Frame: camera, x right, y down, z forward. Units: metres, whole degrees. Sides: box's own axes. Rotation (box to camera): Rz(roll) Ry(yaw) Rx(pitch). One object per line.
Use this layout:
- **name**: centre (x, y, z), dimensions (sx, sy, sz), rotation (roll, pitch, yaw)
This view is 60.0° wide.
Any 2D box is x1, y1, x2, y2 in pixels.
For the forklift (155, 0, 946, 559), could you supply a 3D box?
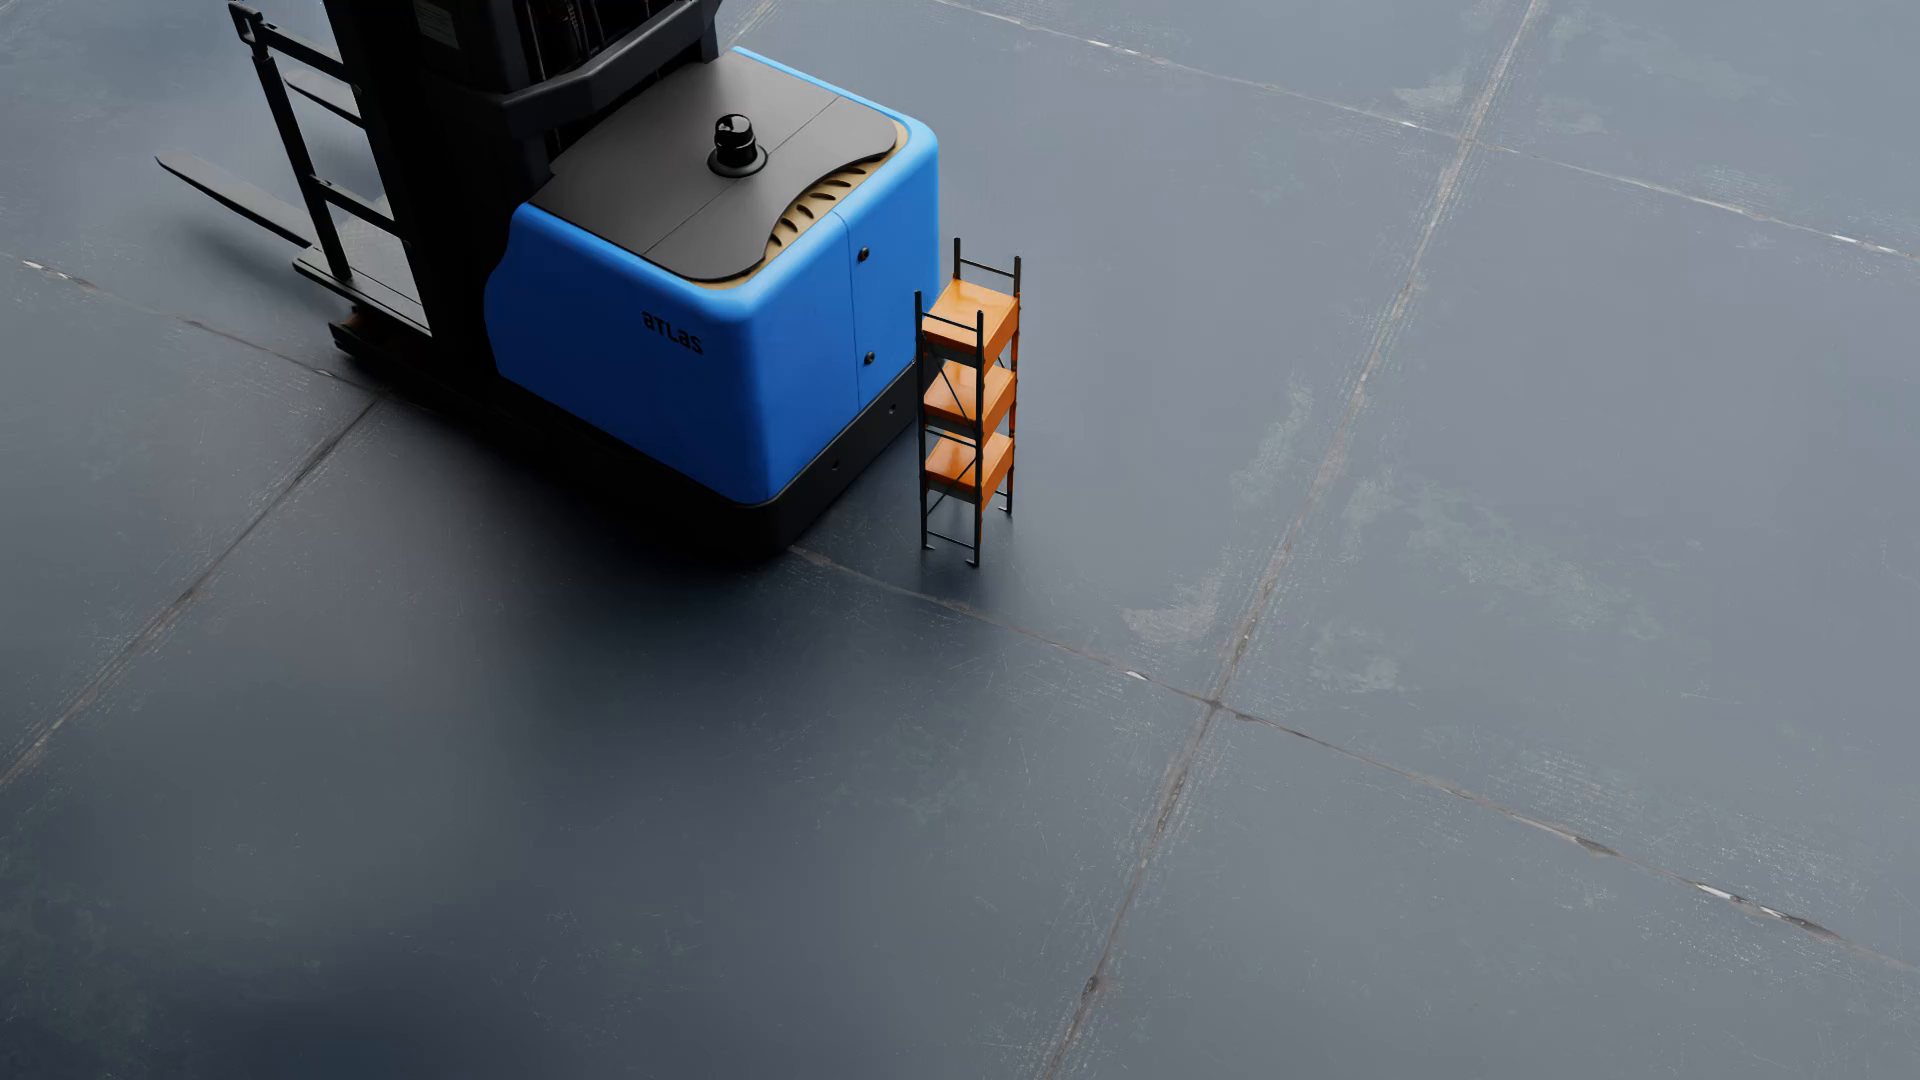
- **forklift**: centre (-1.553, -1.791, 4.850), dimensions (3.031, 2.935, 1.130), rotation (27, 55, 21)

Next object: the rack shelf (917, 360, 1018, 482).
- **rack shelf**: centre (0.023, -0.370, 4.890), dimensions (0.215, 0.259, 0.240), rotation (20, 52, 16)

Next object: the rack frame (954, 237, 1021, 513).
- **rack frame**: centre (0.075, -0.461, 4.953), dimensions (0.200, 1.050, 0.008), rotation (20, 52, 16)

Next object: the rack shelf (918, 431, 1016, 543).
- **rack shelf**: centre (0.023, -0.190, 5.101), dimensions (0.215, 0.259, 0.240), rotation (20, 52, 16)

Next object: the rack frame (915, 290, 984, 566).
- **rack frame**: centre (-0.029, -0.293, 4.810), dimensions (0.200, 1.050, 0.008), rotation (20, 52, 16)

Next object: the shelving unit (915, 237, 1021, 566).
- **shelving unit**: centre (0.023, -0.377, 4.882), dimensions (0.215, 1.050, 0.252), rotation (20, 52, 16)

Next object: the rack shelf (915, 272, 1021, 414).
- **rack shelf**: centre (0.023, -0.554, 4.673), dimensions (0.215, 0.259, 0.240), rotation (20, 52, 16)
